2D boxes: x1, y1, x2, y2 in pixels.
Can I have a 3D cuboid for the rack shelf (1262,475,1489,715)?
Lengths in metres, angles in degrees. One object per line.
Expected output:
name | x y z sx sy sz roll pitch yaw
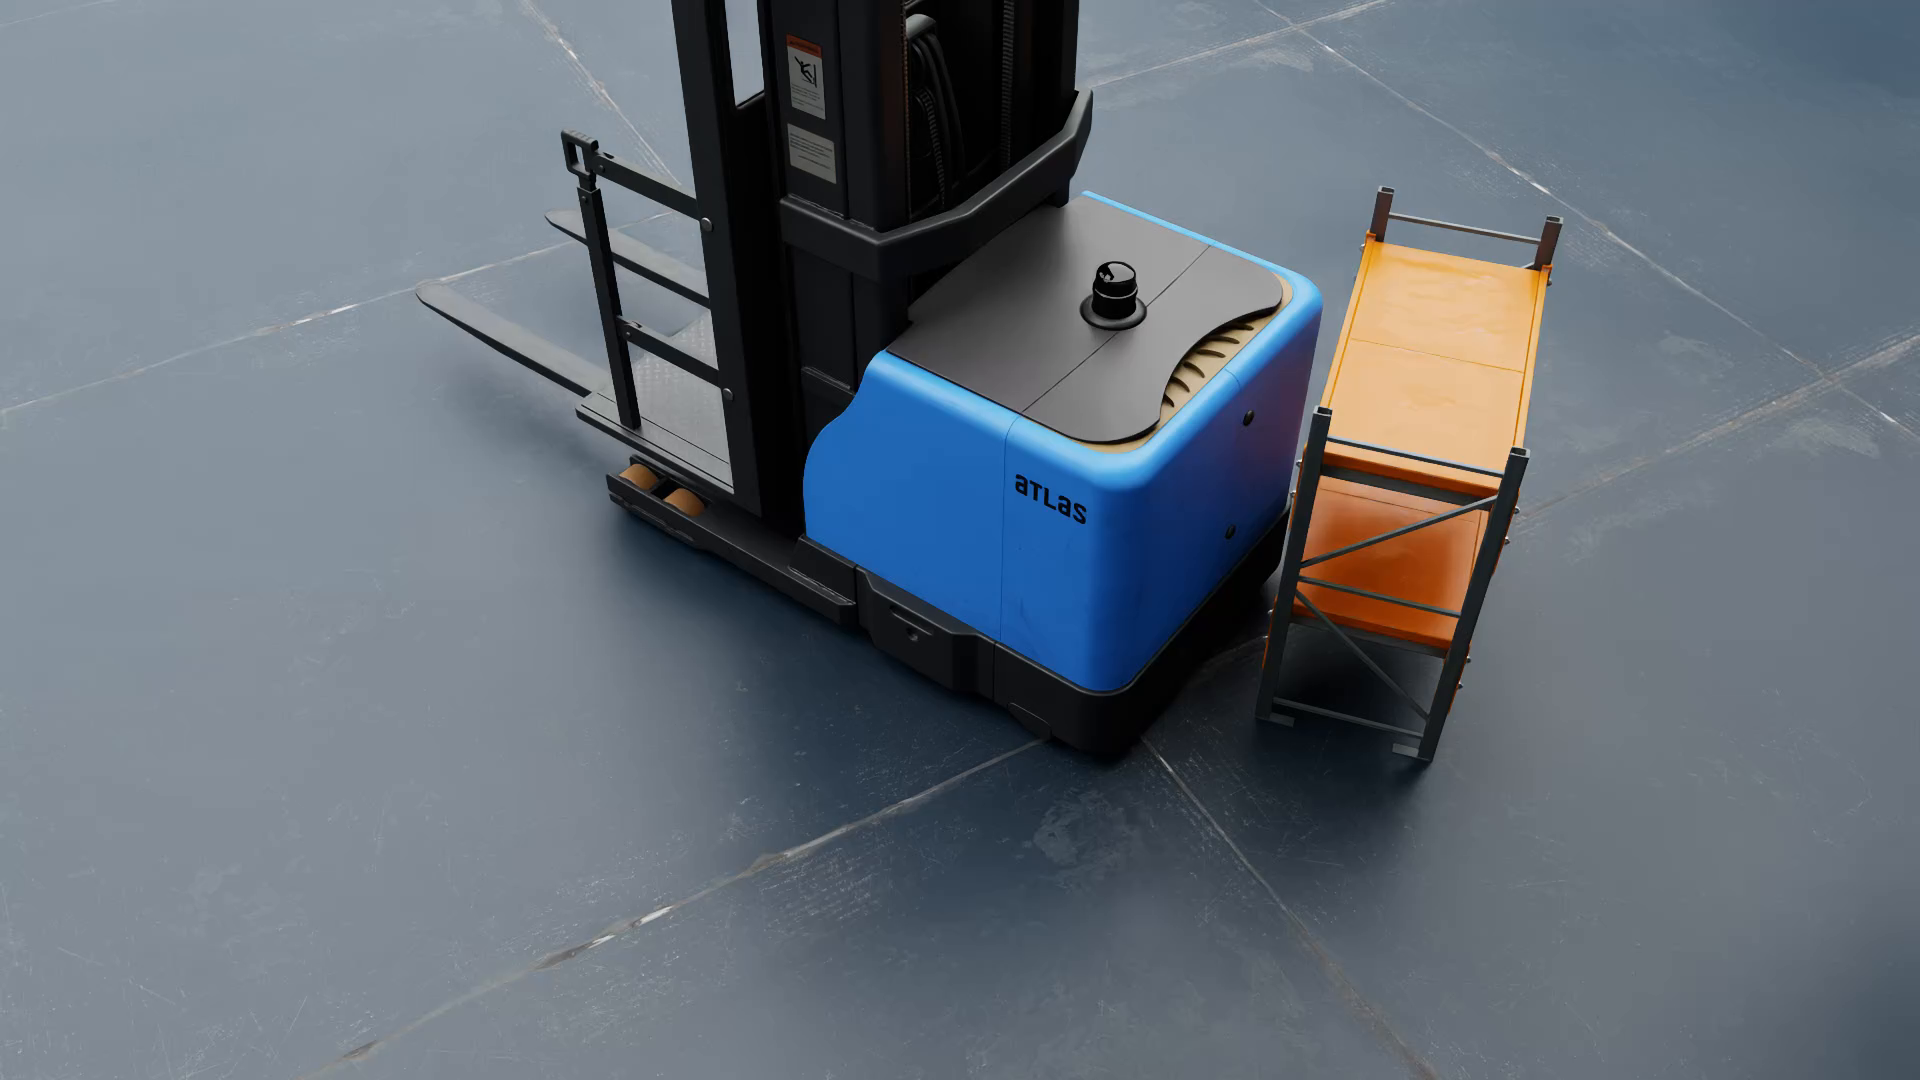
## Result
rack shelf | 1.241 -0.012 4.805 0.538 0.278 1.000 13 46 13

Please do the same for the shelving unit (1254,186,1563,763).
shelving unit | 1.242 -0.187 4.634 0.538 1.125 1.048 13 46 13

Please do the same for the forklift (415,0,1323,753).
forklift | -0.499 -1.313 4.498 3.031 2.935 1.130 28 50 26

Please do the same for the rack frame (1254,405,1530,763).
rack frame | 1.078 0.148 4.289 0.500 1.125 0.032 13 46 13

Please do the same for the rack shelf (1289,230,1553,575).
rack shelf | 1.242 -0.397 4.431 0.538 0.278 1.000 13 46 13

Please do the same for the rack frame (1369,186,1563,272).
rack frame | 1.405 -0.522 4.980 0.500 1.125 0.032 13 46 13
